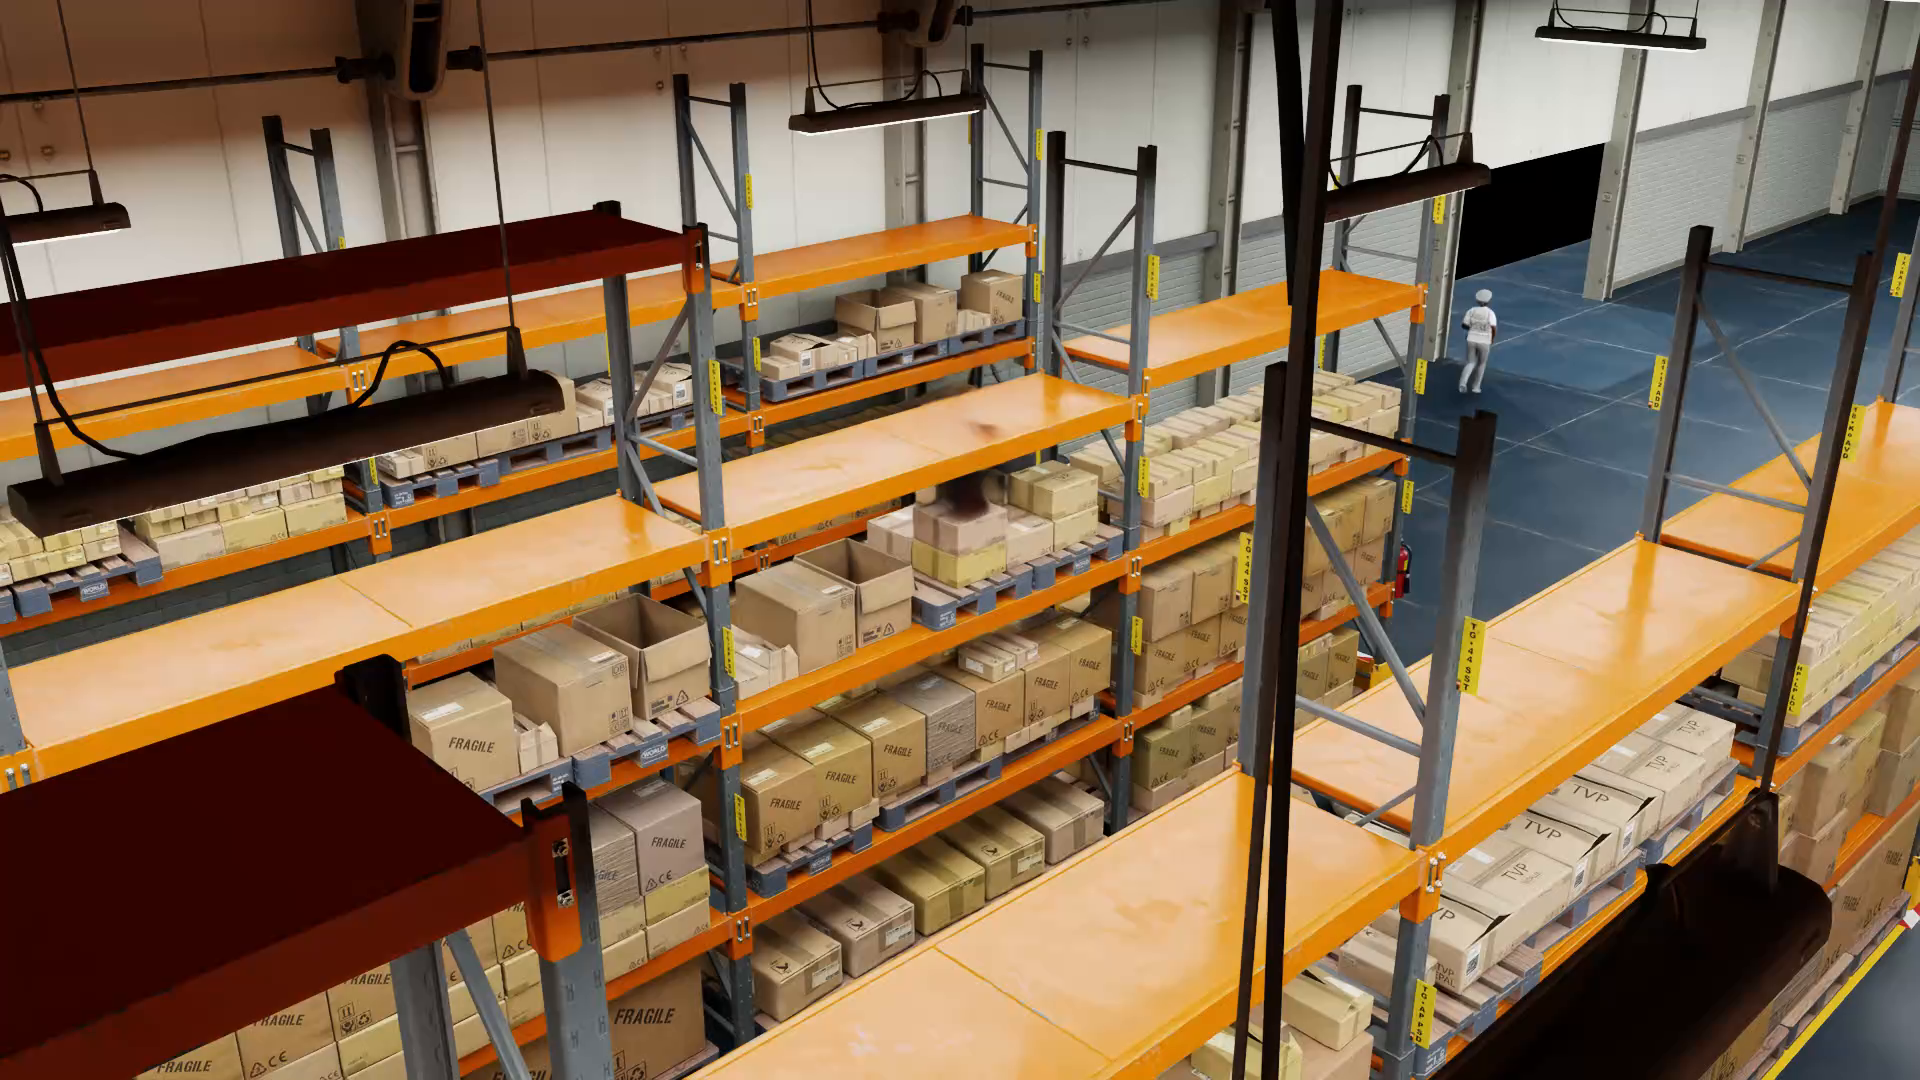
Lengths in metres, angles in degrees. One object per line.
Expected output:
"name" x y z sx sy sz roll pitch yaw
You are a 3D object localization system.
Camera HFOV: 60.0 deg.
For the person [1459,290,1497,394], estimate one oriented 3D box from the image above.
"person" 8.139 -3.082 26.119 0.583 1.704 0.738 13 26 29
